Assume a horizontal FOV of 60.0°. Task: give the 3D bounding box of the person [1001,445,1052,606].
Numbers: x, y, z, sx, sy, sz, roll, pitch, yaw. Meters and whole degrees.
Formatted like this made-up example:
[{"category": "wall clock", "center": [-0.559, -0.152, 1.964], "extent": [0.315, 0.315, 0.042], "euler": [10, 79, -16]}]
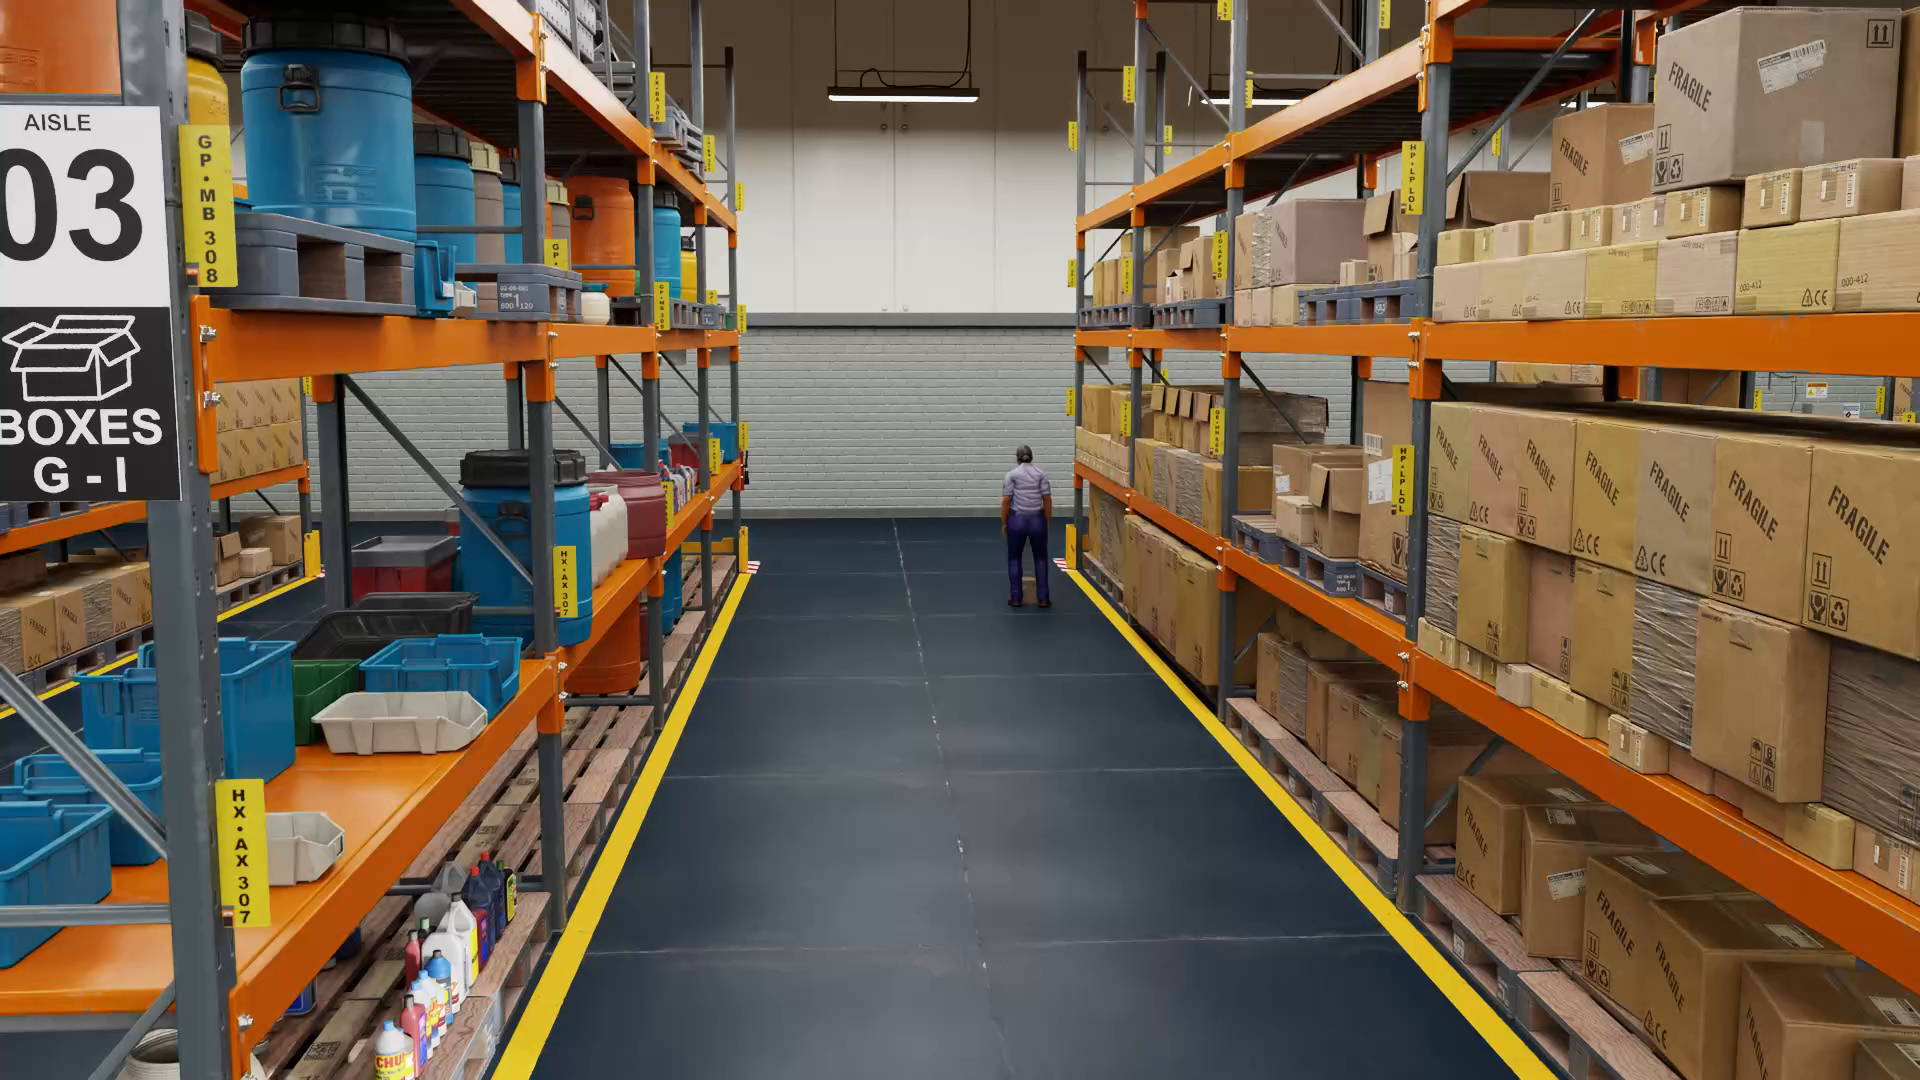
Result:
[{"category": "person", "center": [0.680, -0.144, 16.967], "extent": [0.556, 1.651, 0.425], "euler": [-1, 7, -7]}]
